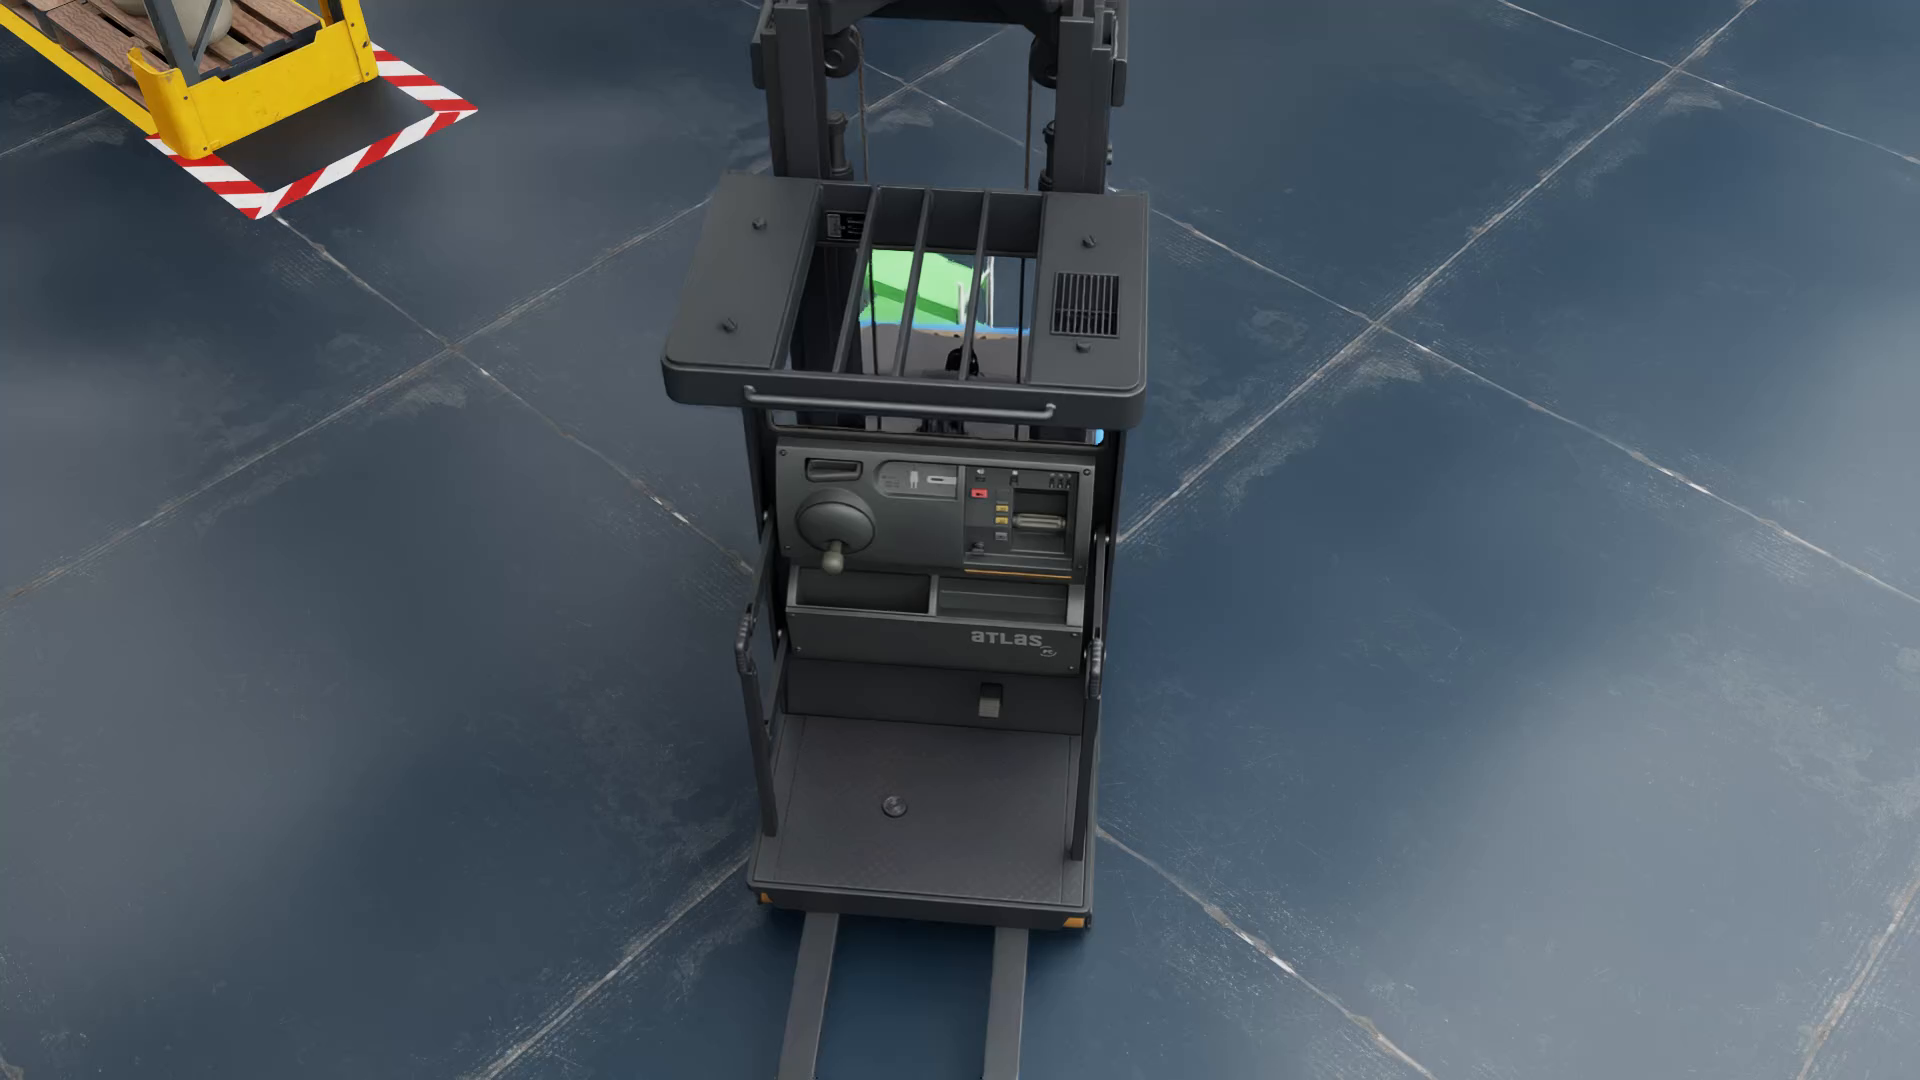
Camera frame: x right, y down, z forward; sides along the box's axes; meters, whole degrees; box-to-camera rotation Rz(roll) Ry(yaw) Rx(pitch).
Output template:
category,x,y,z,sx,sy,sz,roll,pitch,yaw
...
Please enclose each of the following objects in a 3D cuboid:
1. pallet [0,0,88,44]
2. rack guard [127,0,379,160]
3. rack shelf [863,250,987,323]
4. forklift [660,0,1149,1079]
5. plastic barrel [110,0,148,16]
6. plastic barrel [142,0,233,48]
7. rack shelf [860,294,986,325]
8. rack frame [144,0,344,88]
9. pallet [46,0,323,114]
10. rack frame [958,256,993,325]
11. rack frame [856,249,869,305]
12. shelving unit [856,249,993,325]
category,x,y,z,sx,sy,sz,roll,pitch,yaw
pallet,-5.183,-3.421,9.817,1.213,0.211,1.003,34,55,28
rack guard,-3.697,-2.512,8.766,0.348,0.500,1.175,34,55,28
rack shelf,-0.154,-0.959,6.257,0.480,0.148,0.258,22,51,20
forklift,-0.094,0.019,4.721,1.130,2.935,3.031,4,47,4
plastic barrel,-4.513,-3.180,9.097,0.421,0.512,0.421,0,47,0
plastic barrel,-4.145,-2.932,8.864,0.421,0.512,0.421,0,47,0
rack shelf,-0.154,-0.795,6.432,0.480,0.148,0.258,22,51,20
rack frame,-3.610,-3.355,7.843,0.127,3.000,1.000,34,55,28
pallet,-4.291,-2.818,9.251,1.213,0.211,1.003,34,55,28
rack frame,0.058,-0.587,6.478,0.015,1.200,0.240,22,51,20
rack frame,-0.367,-0.762,6.642,0.015,1.200,0.240,22,51,20
shelving unit,-0.154,-0.674,6.560,0.503,1.200,0.258,22,51,20
